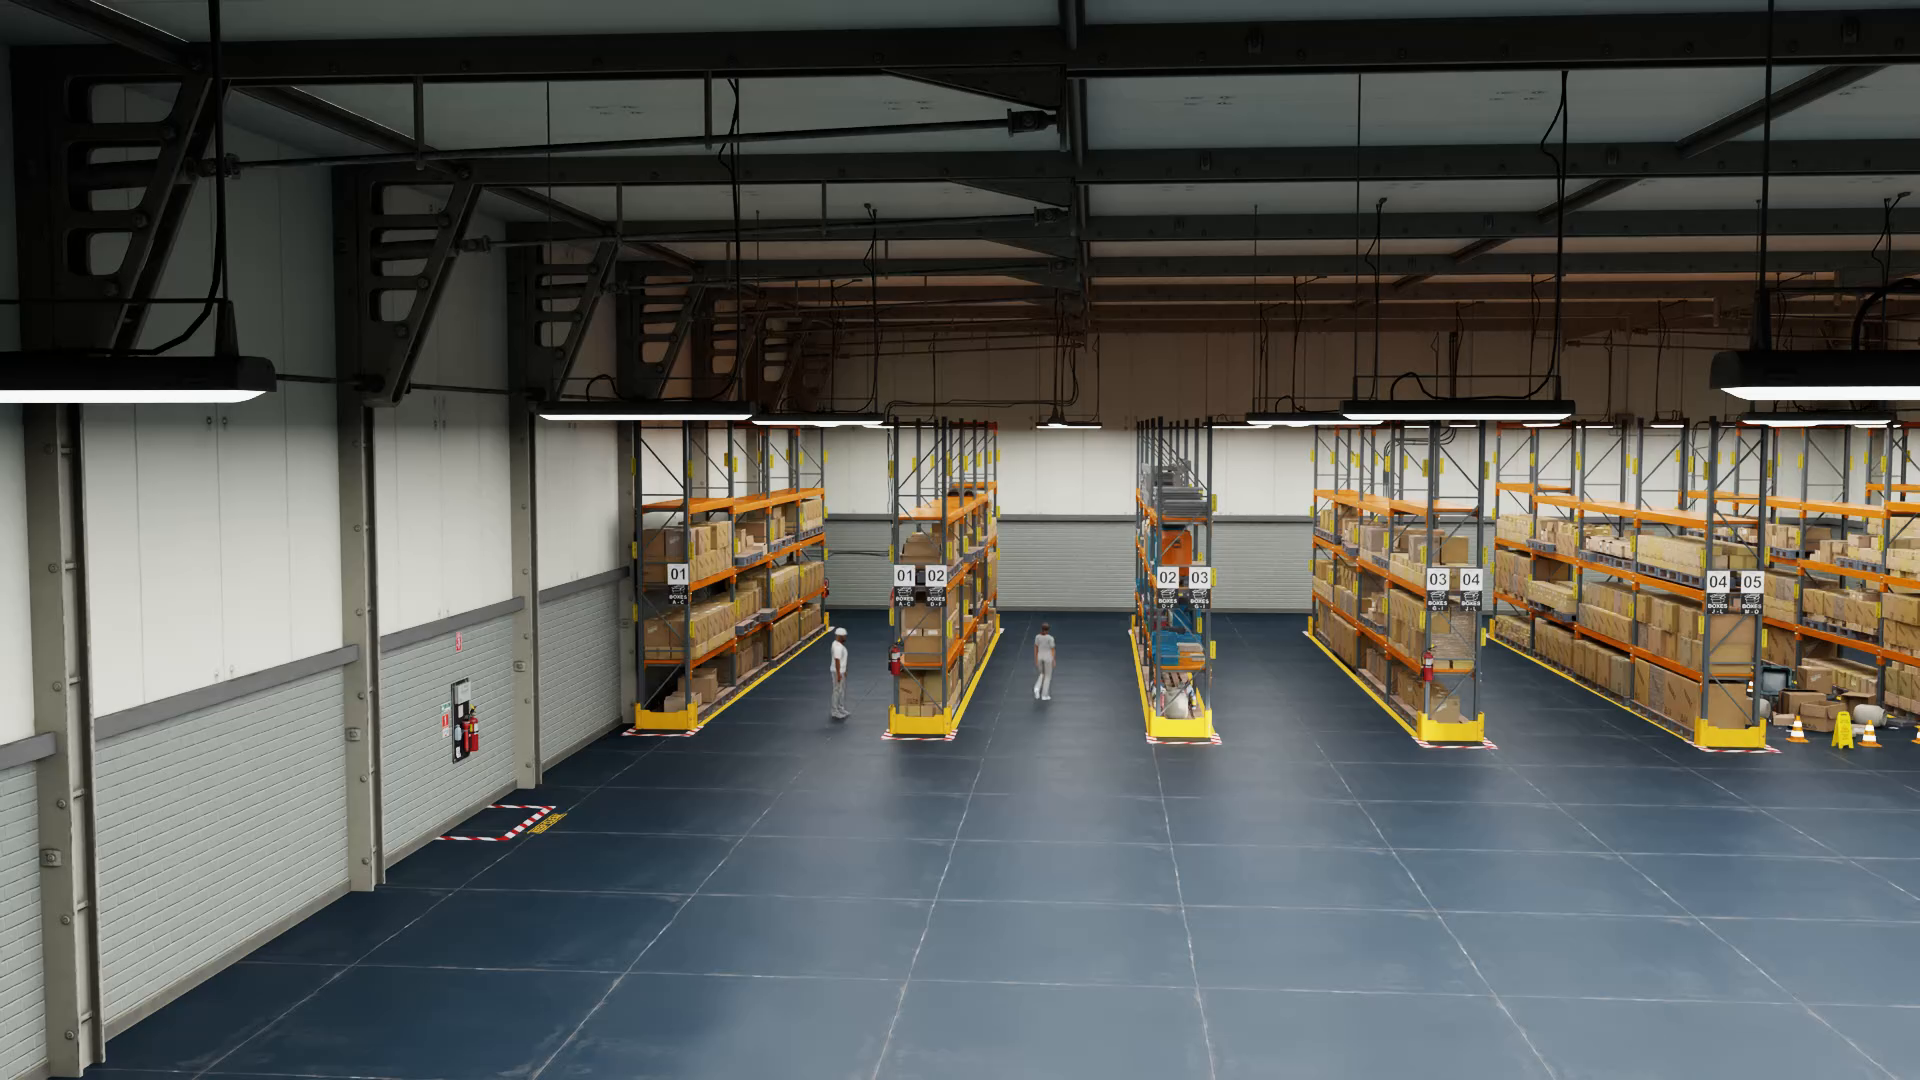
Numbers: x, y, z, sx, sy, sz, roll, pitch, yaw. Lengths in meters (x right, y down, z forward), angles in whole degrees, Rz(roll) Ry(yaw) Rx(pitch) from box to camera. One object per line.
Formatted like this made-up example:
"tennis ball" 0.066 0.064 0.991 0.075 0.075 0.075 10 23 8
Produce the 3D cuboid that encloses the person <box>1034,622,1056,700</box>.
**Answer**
"person" 1.806 2.570 35.326 0.447 1.661 0.484 3 5 40

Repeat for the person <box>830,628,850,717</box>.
"person" -2.406 2.651 33.390 0.414 1.783 0.589 0 4 -1

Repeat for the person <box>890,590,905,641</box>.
"person" -1.636 1.927 45.243 0.541 1.667 1.050 0 4 5
